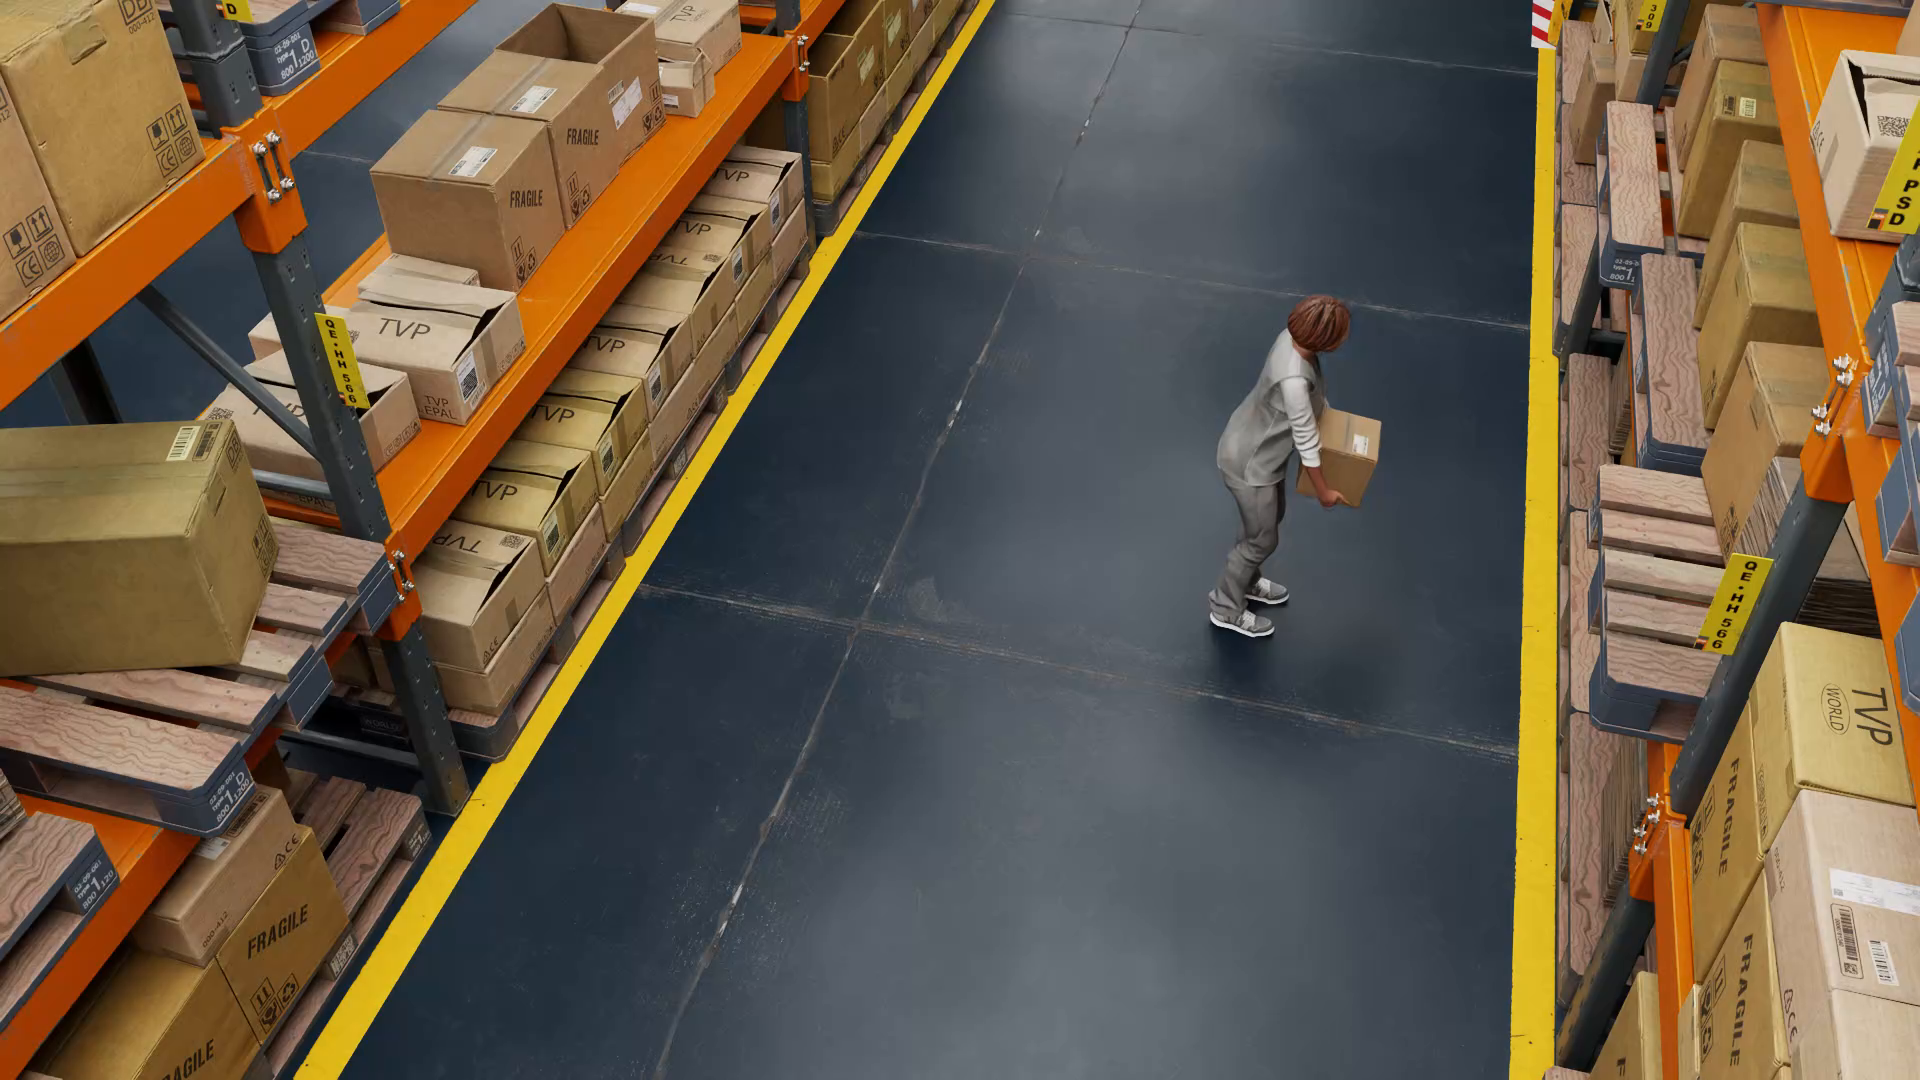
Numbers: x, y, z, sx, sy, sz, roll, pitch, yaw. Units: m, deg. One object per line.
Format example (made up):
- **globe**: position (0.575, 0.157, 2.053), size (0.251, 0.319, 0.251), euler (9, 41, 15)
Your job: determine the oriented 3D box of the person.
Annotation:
- **person**: position (1.265, -0.286, 6.509), size (0.525, 1.577, 0.374), euler (9, 42, 10)
